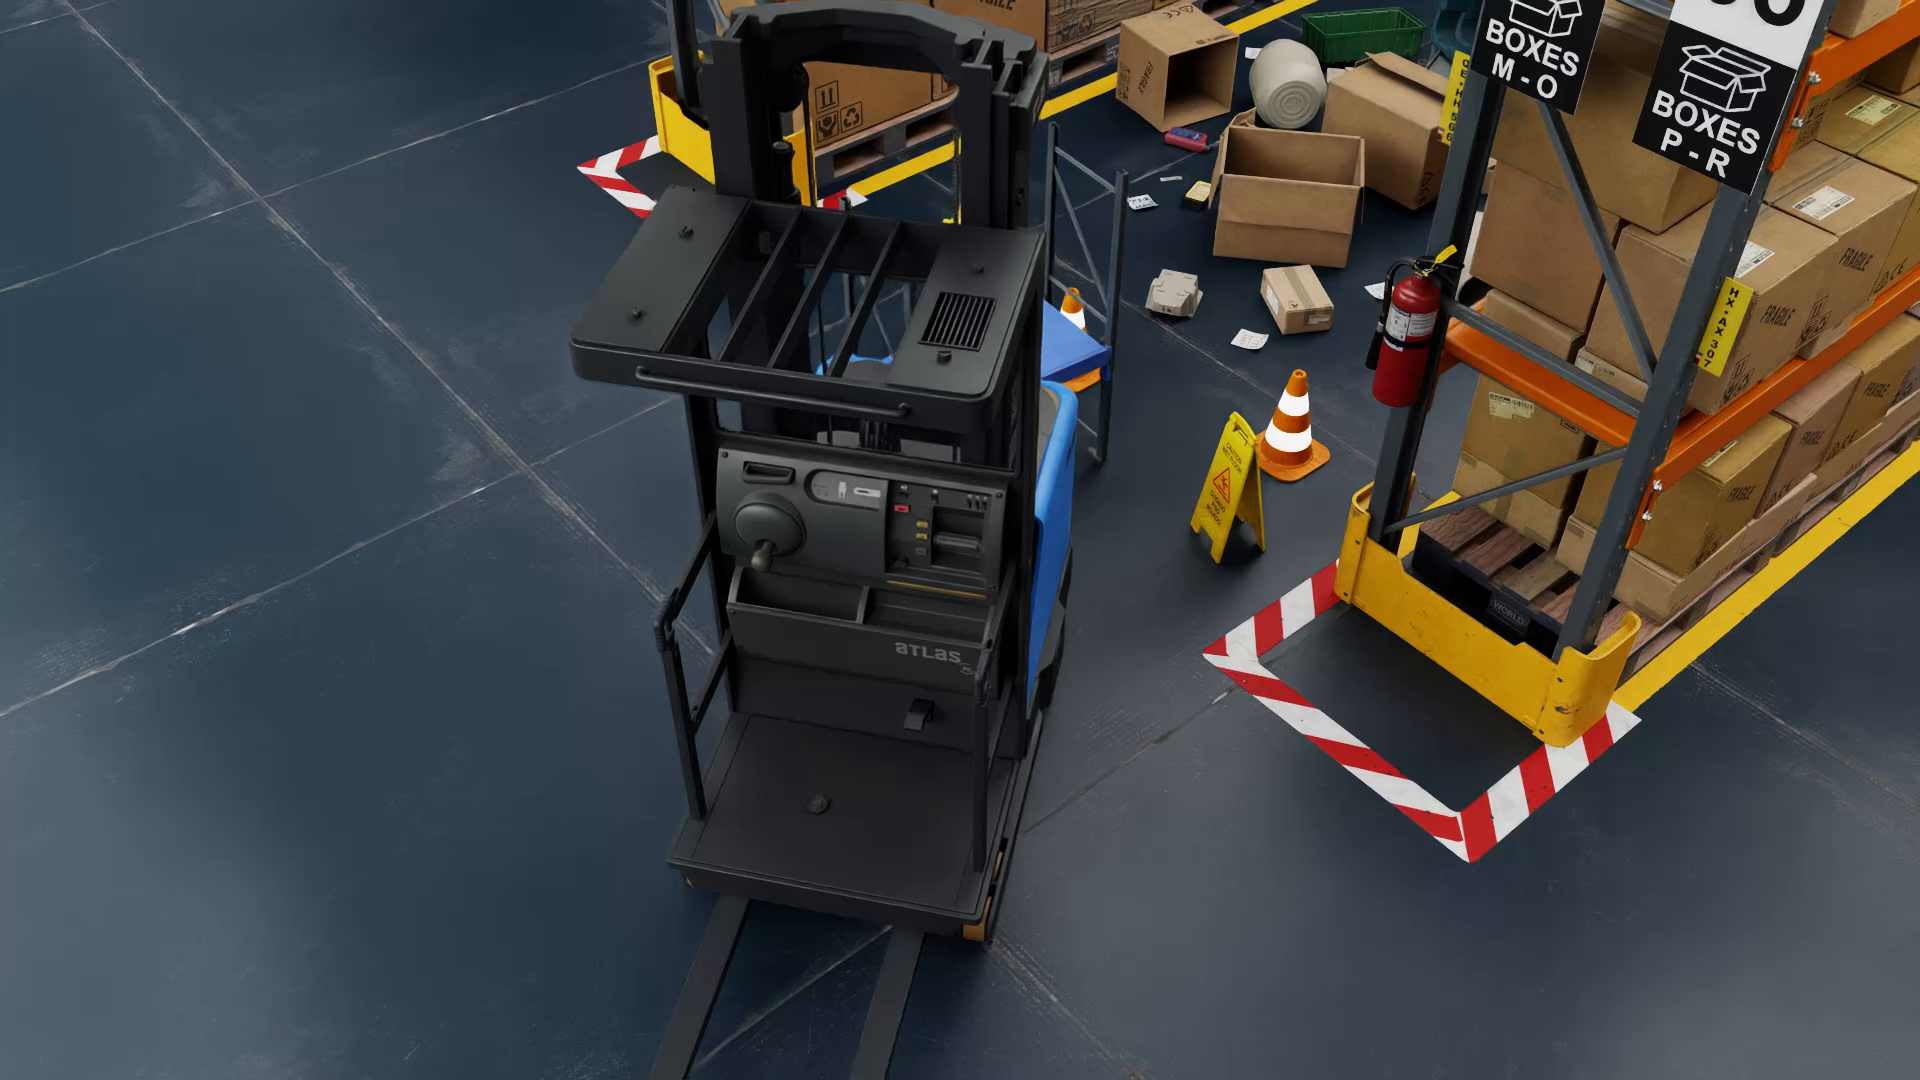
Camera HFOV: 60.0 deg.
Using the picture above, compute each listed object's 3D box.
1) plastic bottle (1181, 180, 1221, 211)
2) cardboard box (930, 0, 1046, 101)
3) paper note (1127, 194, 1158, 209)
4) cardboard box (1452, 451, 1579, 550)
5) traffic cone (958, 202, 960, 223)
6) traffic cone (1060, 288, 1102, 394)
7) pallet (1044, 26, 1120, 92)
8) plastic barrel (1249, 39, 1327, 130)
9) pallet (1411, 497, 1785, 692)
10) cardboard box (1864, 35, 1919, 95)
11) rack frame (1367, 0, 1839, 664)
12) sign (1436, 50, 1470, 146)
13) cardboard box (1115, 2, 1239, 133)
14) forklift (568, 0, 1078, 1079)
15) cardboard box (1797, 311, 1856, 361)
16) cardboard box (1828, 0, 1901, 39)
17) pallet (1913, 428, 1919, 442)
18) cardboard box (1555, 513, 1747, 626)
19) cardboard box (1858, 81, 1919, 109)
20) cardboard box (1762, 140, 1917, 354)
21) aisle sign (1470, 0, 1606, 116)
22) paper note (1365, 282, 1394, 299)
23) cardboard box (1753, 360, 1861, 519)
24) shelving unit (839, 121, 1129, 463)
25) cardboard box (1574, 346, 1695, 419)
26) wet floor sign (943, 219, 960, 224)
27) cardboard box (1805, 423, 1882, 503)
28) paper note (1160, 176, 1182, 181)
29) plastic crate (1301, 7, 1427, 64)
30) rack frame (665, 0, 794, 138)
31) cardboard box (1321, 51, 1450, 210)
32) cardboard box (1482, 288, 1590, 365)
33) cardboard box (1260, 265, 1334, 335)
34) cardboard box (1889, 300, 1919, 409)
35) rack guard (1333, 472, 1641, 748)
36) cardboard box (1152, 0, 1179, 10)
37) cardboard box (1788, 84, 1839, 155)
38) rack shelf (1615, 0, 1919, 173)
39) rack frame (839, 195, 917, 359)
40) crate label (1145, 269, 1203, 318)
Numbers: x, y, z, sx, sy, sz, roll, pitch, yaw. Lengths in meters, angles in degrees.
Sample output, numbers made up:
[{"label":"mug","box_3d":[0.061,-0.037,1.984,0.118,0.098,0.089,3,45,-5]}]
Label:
[{"label":"plastic bottle","box_3d":[1.348,-1.937,9.267,0.133,0.061,0.283,22,47,21]},{"label":"cardboard box","box_3d":[-0.102,-3.278,9.795,0.875,0.875,0.875,-31,51,-28]},{"label":"paper note","box_3d":[1.007,-1.876,9.226,0.142,0.017,0.144,-14,45,-14]},{"label":"cardboard box","box_3d":[2.466,-0.282,7.061,0.500,0.250,0.500,-30,51,-28]},{"label":"traffic cone","box_3d":[0.065,-1.743,8.767,0.334,0.463,0.336,-30,51,-28]},{"label":"traffic cone","box_3d":[0.529,-1.000,7.977,0.334,0.463,0.336,-30,51,-28]},{"label":"pallet","box_3d":[0.245,-3.089,10.384,1.213,0.211,1.003,-30,51,-28]},{"label":"plastic barrel","box_3d":[1.929,-2.694,9.809,0.421,0.421,0.512,0,43,0]},{"label":"pallet","box_3d":[2.704,0.020,7.074,1.213,0.211,1.003,-30,51,-28]},{"label":"cardboard box","box_3d":[3.442,-2.116,6.291,0.500,0.500,0.700,-30,51,-28]},{"label":"rack frame","box_3d":[2.000,-0.625,5.724,0.127,3.000,1.000,-30,51,-28]},{"label":"sign","box_3d":[1.659,-1.462,5.539,0.005,0.325,0.100,-30,51,-28]},{"label":"cardboard box","box_3d":[1.282,-2.806,9.870,0.500,0.500,0.500,-21,47,-21]},{"label":"forklift","box_3d":[-0.360,0.032,5.075,1.130,2.935,3.031,9,44,9]},{"label":"cardboard box","box_3d":[3.057,-0.853,6.151,0.250,0.149,0.380,-29,50,-27]},{"label":"cardboard box","box_3d":[2.463,-1.602,4.757,0.250,0.149,0.380,-30,51,-28]},{"label":"pallet","box_3d":[4.576,-1.052,8.216,1.213,0.211,1.003,-30,51,-28]},{"label":"cardboard box","box_3d":[2.796,0.015,6.744,0.500,0.250,0.500,-30,51,-28]},{"label":"cardboard box","box_3d":[3.711,-1.513,6.380,0.500,0.500,0.500,-31,51,-29]},{"label":"cardboard box","box_3d":[2.936,-1.061,5.899,0.500,0.500,0.500,-28,50,-27]},{"label":"aisle sign","box_3d":[1.766,-1.697,4.967,0.004,0.787,0.394,-30,51,-28]},{"label":"paper note","box_3d":[2.196,-1.293,8.613,0.142,0.019,0.148,-14,45,-14]},{"label":"cardboard box","box_3d":[3.212,-0.501,6.746,0.500,0.500,0.500,-32,52,-29]},{"label":"shelving unit","box_3d":[0.101,-0.850,7.060,1.048,1.500,0.538,-25,49,-24]},{"label":"cardboard box","box_3d":[2.393,-0.574,5.853,0.250,0.149,0.380,-30,51,-28]},{"label":"wet floor sign","box_3d":[-0.005,-1.269,8.130,0.267,0.644,0.232,30,51,28]},{"label":"cardboard box","box_3d":[3.603,-0.451,7.241,0.500,0.250,0.500,-26,49,-25]},{"label":"paper note","box_3d":[1.198,-2.048,9.423,0.123,0.001,0.032,-7,44,-7]},{"label":"plastic crate","box_3d":[2.522,-3.168,10.444,0.662,0.188,0.450,-7,34,-7]},{"label":"rack frame","box_3d":[-1.254,-3.180,8.445,0.127,3.000,1.000,-30,51,-28]},{"label":"cardboard box","box_3d":[2.435,-2.280,9.211,0.503,0.637,0.797,-30,51,-28]},{"label":"cardboard box","box_3d":[2.150,-0.810,6.105,0.250,0.149,0.380,-28,50,-27]},{"label":"cardboard box","box_3d":[1.709,-1.222,8.442,0.250,0.149,0.380,-7,44,-7]},{"label":"cardboard box","box_3d":[4.007,-0.956,7.231,0.500,0.500,0.500,-27,50,-26]},{"label":"rack guard","box_3d":[2.058,0.253,6.615,0.348,0.500,1.175,-30,51,-28]},{"label":"cardboard box","box_3d":[1.287,-4.076,10.644,0.875,0.875,0.875,-29,50,-27]},{"label":"cardboard box","box_3d":[2.645,-1.691,5.839,0.500,0.500,0.700,-29,51,-28]},{"label":"rack shelf","box_3d":[3.534,-2.334,5.879,4.000,0.370,1.077,-30,51,-28]},{"label":"rack frame","box_3d":[-0.318,-0.653,6.850,0.032,1.500,0.500,-25,49,-24]},{"label":"crate label","box_3d":[1.092,-1.259,8.491,0.250,0.136,0.298,14,45,15]}]
